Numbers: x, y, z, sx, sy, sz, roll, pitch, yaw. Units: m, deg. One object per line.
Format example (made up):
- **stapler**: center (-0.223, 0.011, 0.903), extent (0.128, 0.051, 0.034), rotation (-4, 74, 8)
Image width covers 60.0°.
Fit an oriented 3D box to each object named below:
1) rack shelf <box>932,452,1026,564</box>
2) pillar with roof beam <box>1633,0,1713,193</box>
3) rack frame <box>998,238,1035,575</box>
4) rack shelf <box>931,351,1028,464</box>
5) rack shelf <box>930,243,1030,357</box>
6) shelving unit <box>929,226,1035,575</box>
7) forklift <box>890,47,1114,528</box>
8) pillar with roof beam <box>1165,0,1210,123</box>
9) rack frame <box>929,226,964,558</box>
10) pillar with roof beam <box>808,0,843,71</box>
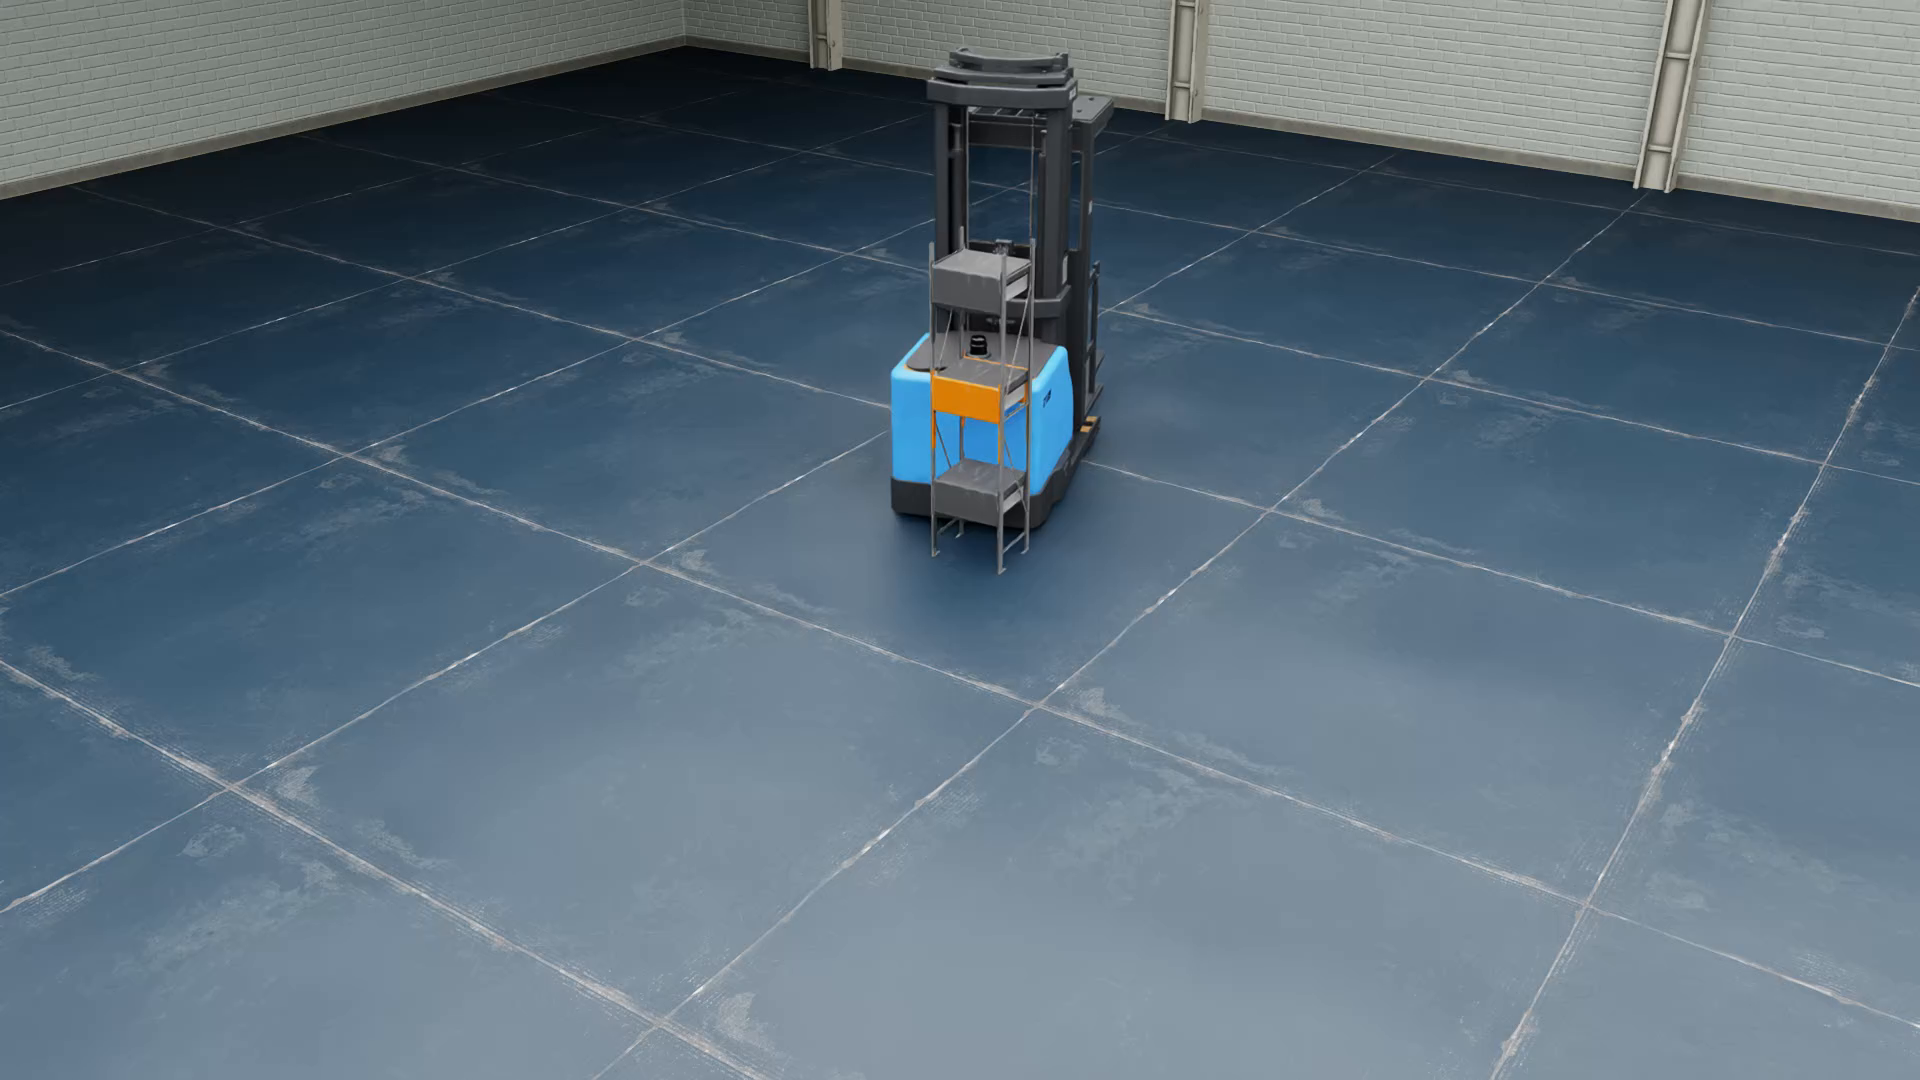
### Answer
- **rack shelf**: center (0.133, -0.210, 10.695), extent (0.480, 0.518, 0.431), rotation (14, 30, 26)
- **pillar with roof beam**: center (5.454, -6.409, 13.697), extent (0.400, 9.000, 9.100), rotation (17, 32, 30)
- **rack frame**: center (0.346, -0.792, 10.265), extent (0.015, 2.100, 0.400), rotation (14, 30, 26)
- **rack shelf**: center (0.133, -0.834, 10.378), extent (0.480, 0.518, 0.431), rotation (14, 30, 26)
- **rack shelf**: center (0.133, -1.458, 10.060), extent (0.480, 0.518, 0.431), rotation (14, 30, 26)
- **shelving unit**: center (0.133, -0.846, 10.372), extent (0.503, 2.100, 0.431), rotation (14, 30, 26)
- **forklift**: center (0.432, -2.031, 11.784), extent (1.130, 2.935, 3.031), rotation (7, 28, 14)
- **pillar with roof beam**: center (0.508, -7.950, 16.724), extent (0.400, 9.000, 9.100), rotation (17, 32, 30)
- **rack frame**: center (-0.080, -0.900, 10.478), extent (0.015, 2.100, 0.400), rotation (14, 30, 26)
- **pillar with roof beam**: center (-4.437, -9.491, 19.752), extent (0.400, 9.000, 9.100), rotation (17, 32, 30)
